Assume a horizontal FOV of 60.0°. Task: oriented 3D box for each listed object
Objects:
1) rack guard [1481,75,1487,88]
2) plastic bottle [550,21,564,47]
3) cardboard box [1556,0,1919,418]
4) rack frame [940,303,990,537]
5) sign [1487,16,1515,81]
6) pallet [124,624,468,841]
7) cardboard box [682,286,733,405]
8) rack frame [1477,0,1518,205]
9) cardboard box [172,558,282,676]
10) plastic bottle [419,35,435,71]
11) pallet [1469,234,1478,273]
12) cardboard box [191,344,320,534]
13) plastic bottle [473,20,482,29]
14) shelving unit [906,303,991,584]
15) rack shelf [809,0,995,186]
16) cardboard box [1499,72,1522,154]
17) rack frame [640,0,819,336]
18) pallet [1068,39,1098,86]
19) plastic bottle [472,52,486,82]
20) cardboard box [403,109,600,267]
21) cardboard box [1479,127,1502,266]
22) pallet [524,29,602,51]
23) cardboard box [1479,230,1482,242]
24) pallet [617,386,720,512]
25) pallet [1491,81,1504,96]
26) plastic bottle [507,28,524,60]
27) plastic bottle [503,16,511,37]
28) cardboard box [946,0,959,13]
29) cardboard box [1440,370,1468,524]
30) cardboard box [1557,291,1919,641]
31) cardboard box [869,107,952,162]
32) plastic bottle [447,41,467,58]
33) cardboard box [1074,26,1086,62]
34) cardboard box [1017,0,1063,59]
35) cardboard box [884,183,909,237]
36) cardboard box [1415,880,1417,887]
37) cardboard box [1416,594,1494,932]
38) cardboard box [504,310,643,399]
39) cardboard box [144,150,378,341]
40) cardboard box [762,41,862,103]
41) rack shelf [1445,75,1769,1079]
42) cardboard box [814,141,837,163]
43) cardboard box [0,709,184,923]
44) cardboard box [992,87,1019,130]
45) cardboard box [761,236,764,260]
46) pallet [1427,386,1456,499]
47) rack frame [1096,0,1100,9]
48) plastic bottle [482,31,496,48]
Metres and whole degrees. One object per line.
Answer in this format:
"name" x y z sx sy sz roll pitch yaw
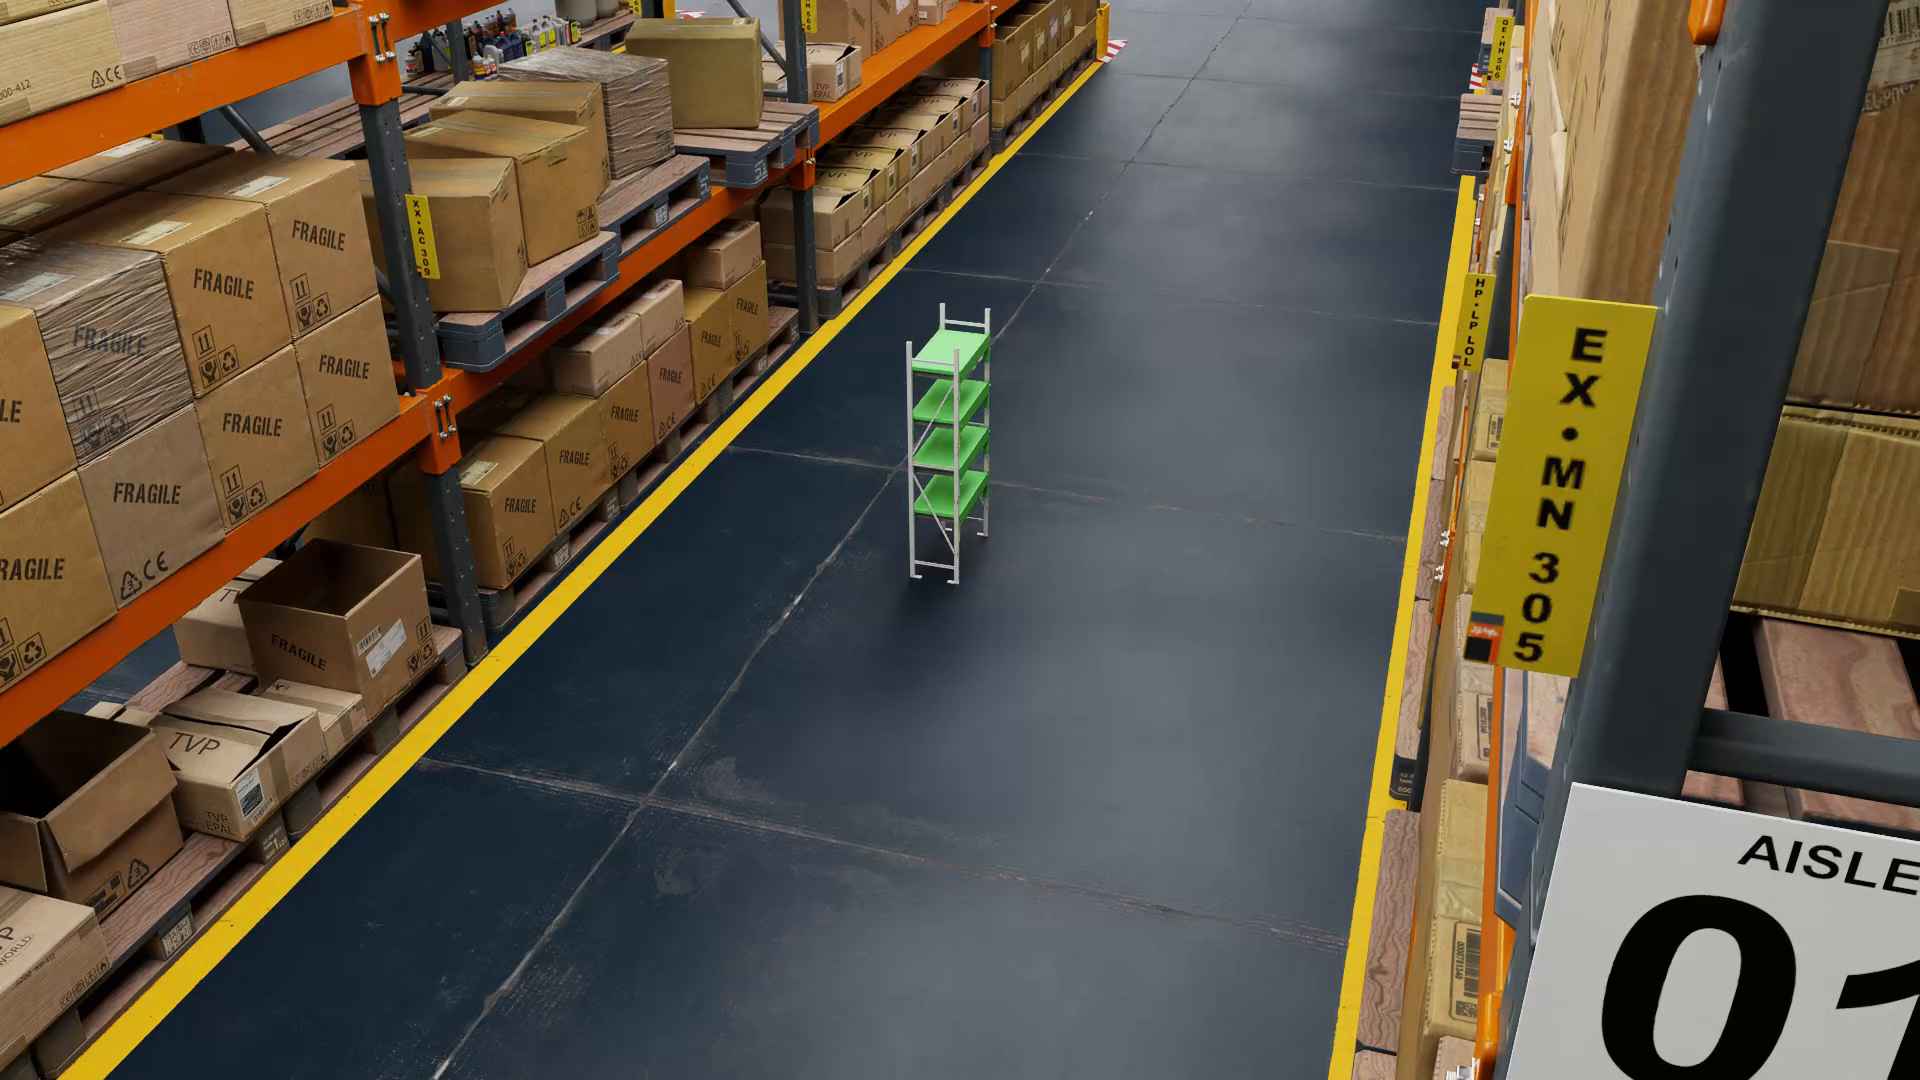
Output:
"rack guard" 5.660 -4.595 15.997 1.175 0.500 0.348 8 30 15
"plastic bottle" -4.049 -5.045 16.583 0.152 0.276 0.135 8 30 13
"cardboard box" 0.940 -0.467 1.766 0.500 0.500 0.500 8 30 15
"rack frame" 0.023 -0.561 8.024 0.240 1.200 0.015 8 30 15
"sign" 2.813 -2.550 8.638 0.100 0.325 0.005 8 30 15
"pallet" -2.779 0.686 6.800 1.003 0.211 1.213 8 30 15
"cardboard box" -1.605 -1.102 9.264 0.500 0.500 0.500 7 30 13
"rack frame" 4.508 -3.864 12.111 1.000 3.000 0.127 8 30 15
"cardboard box" -2.906 0.295 6.947 0.500 0.311 0.500 8 30 15
"plastic bottle" -5.049 -4.653 15.801 0.144 0.351 0.185 8 30 14
"pallet" 3.925 -1.715 11.115 1.003 0.211 1.213 8 30 15
"cardboard box" -2.628 -0.387 5.757 0.500 0.500 0.500 9 30 16
"plastic bottle" -4.808 -5.039 16.576 0.097 0.271 0.097 0 29 0
"shelving unit" -0.049 -0.447 7.820 0.258 1.200 0.503 8 30 15
"rack shelf" -0.815 -3.326 11.882 1.077 0.370 4.000 8 30 15
"cardboard box" 2.654 -1.858 7.304 0.500 0.250 0.500 9 30 15
"rack frame" -1.402 -2.710 10.037 1.000 3.000 0.127 8 30 15
"pallet" 0.761 -4.848 16.748 1.003 0.211 1.213 8 30 15
"plastic bottle" -4.450 -4.363 15.362 0.097 0.271 0.097 0 29 0
"cardboard box" -2.082 -1.596 7.498 0.700 0.500 0.500 13 32 23
"cardboard box" 2.638 -1.526 7.478 0.500 0.500 0.500 8 30 15
"pallet" -4.369 -4.934 16.903 1.003 0.211 1.213 8 30 15
"cardboard box" 2.775 -1.557 8.201 0.380 0.149 0.250 9 30 16
"pallet" -2.018 -0.585 9.085 1.003 0.211 1.213 8 30 15
"pallet" 3.876 -2.847 10.480 1.003 0.211 1.213 8 30 15
"plastic bottle" -4.273 -4.716 15.915 0.144 0.351 0.185 7 30 13
"plastic bottle" -4.649 -5.260 17.046 0.097 0.201 0.097 0 29 0
"cardboard box" -0.331 -4.269 12.992 0.500 0.250 0.500 10 31 18
"cardboard box" 2.730 -0.520 7.879 0.750 0.750 0.750 8 30 15
"cardboard box" 0.947 -0.138 1.947 0.500 0.250 0.500 9 30 16
"cardboard box" -0.369 -3.093 12.544 0.500 0.311 0.500 8 30 15
"plastic bottle" -4.843 -4.700 15.963 0.152 0.276 0.135 8 30 15
"cardboard box" 0.936 -4.885 16.342 0.500 0.250 0.500 8 30 15
"cardboard box" 0.645 -4.747 15.323 0.500 0.500 0.500 8 30 15
"cardboard box" -0.674 -2.370 11.821 0.500 0.250 0.500 8 30 14
"cardboard box" 1.568 0.945 4.938 0.380 0.149 0.250 10 30 17
"cardboard box" 1.562 0.650 3.687 0.980 0.700 0.700 7 30 12
"cardboard box" -1.908 -0.934 8.191 0.500 0.250 0.500 9 30 15
"cardboard box" -2.477 -1.060 5.939 0.500 0.500 0.500 9 30 15
"cardboard box" -0.955 -3.060 10.756 0.500 0.311 0.500 8 30 14
"rack shelf" 1.573 -0.213 3.203 1.077 0.370 4.000 8 30 15
"cardboard box" -1.187 -2.693 11.824 0.500 0.311 0.500 8 30 15
"cardboard box" -3.123 0.921 5.624 0.797 0.503 0.637 8 30 15
"cardboard box" 0.198 -3.724 14.254 0.500 0.250 0.500 8 30 15
"cardboard box" -1.481 -1.972 11.105 0.500 0.250 0.500 9 30 16
"pallet" 3.031 -0.431 8.808 1.003 0.211 1.213 8 30 15
"rack frame" 0.946 -6.428 16.720 1.000 3.000 0.127 8 30 15
"plastic bottle" -4.467 -4.649 15.794 0.144 0.351 0.185 8 30 15
